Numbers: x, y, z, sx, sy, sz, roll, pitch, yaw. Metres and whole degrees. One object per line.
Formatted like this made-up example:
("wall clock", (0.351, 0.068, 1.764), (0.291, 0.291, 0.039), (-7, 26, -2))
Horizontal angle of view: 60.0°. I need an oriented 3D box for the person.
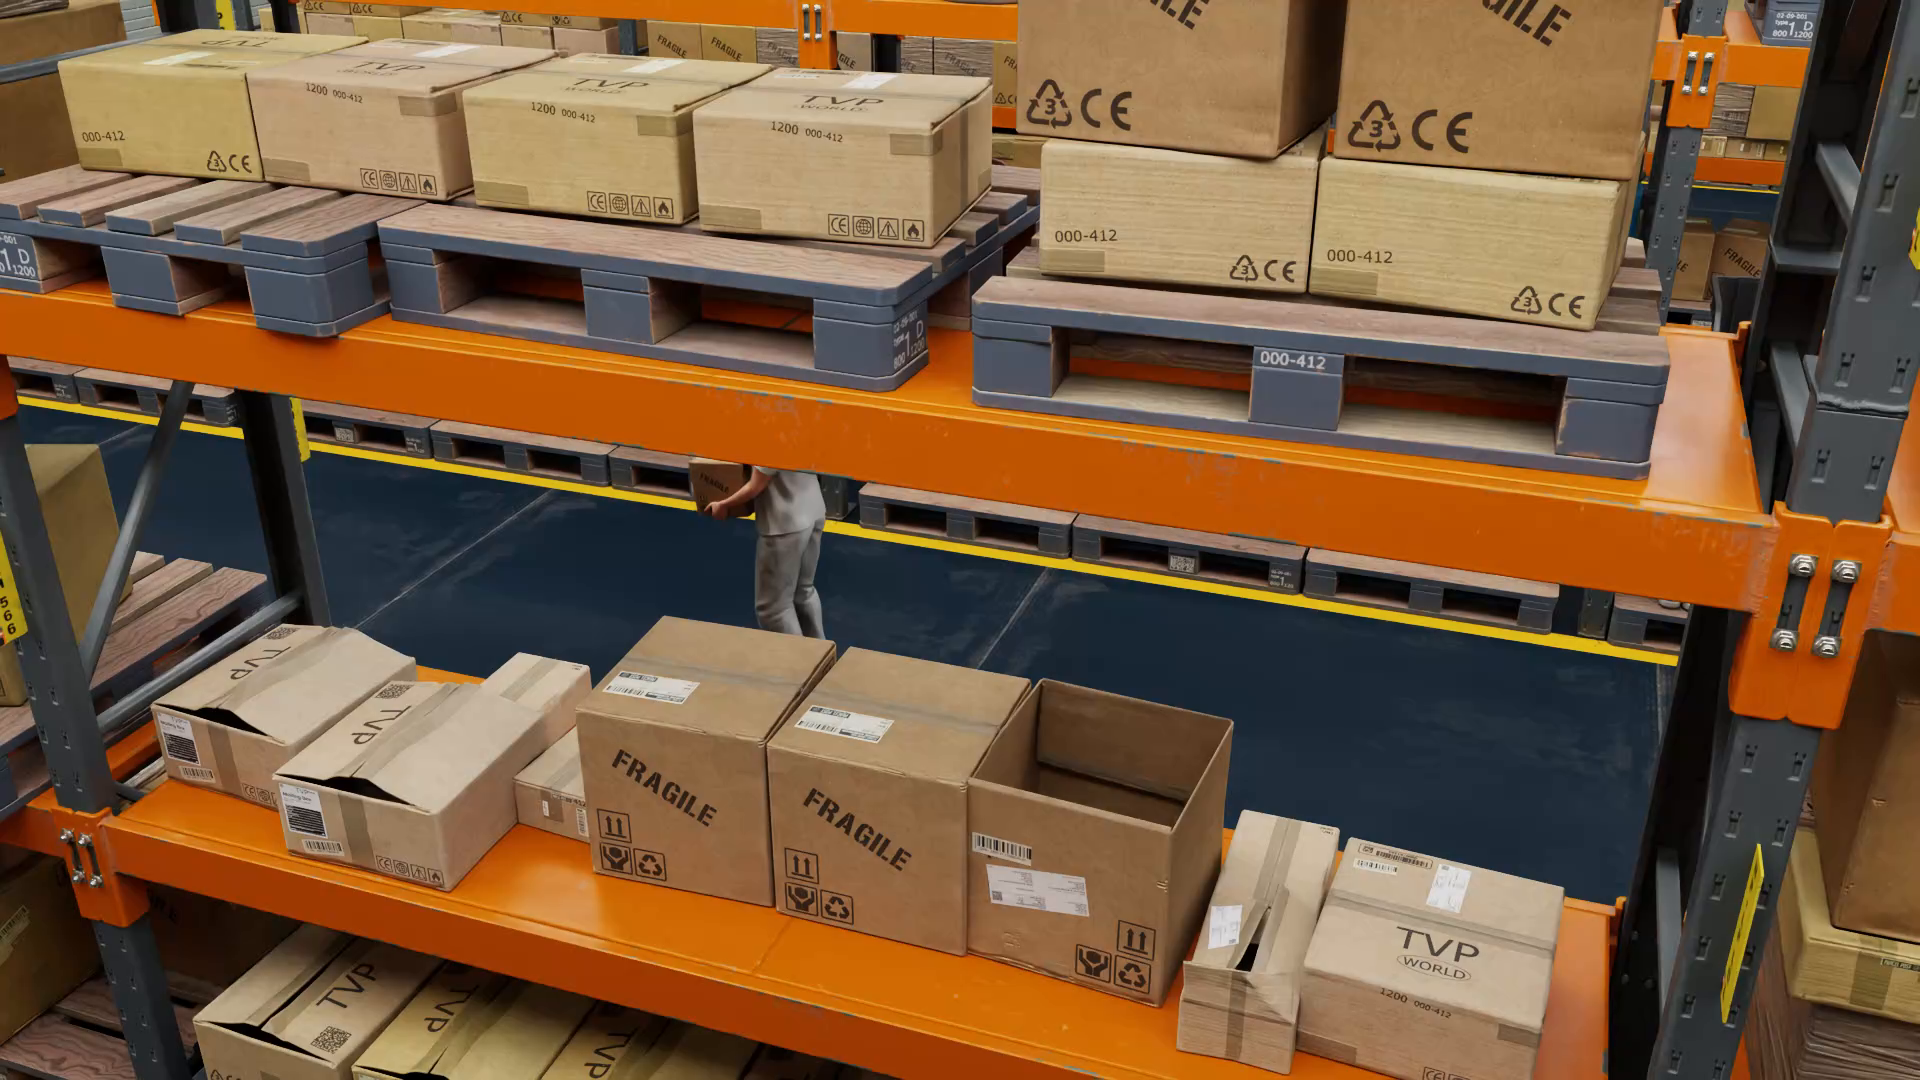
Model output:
("person", (-0.806, -0.066, 7.265), (0.553, 1.662, 0.436), (9, 27, 19))
